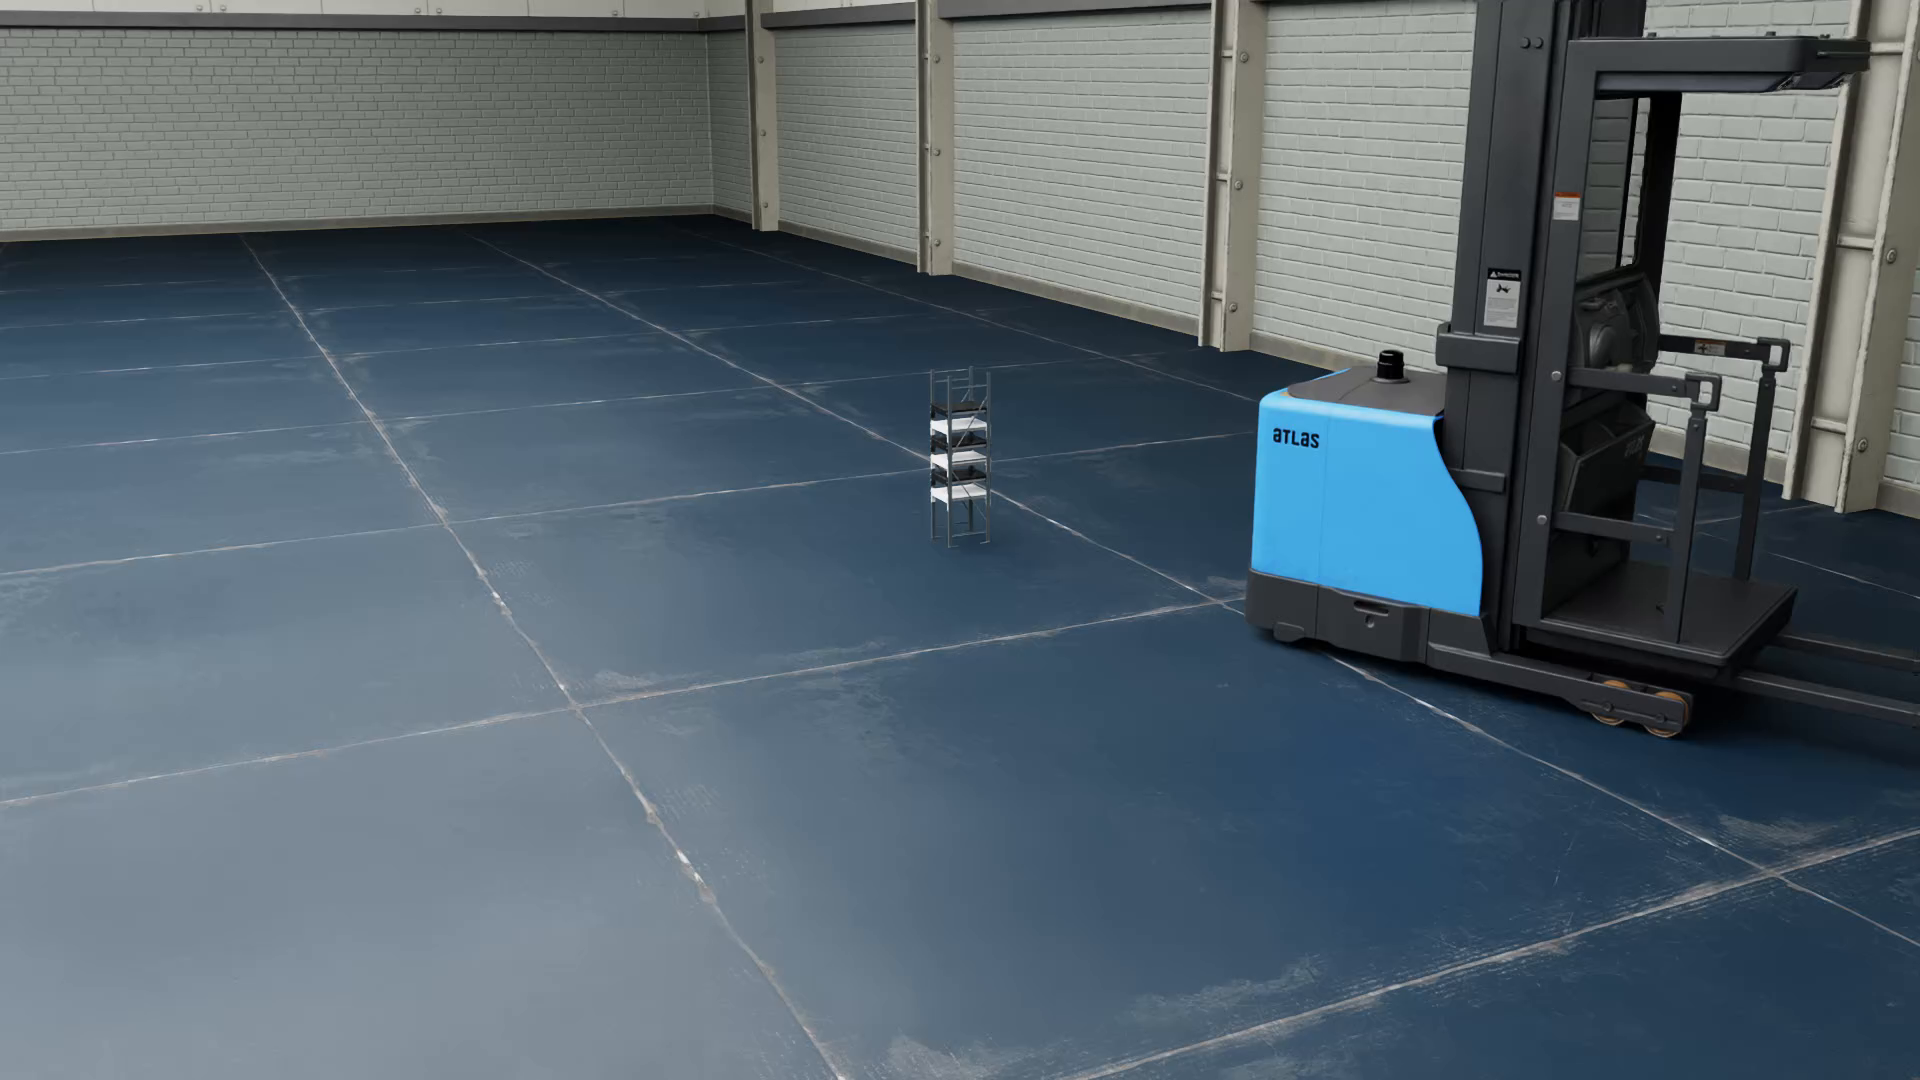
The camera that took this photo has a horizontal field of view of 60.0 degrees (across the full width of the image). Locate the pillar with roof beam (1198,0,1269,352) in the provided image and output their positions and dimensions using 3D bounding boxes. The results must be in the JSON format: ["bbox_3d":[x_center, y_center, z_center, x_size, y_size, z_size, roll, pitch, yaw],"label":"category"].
[{"bbox_3d":[-1.531,-5.508,11.629,9.100,9.000,0.400,-8,18,-25],"label":"pillar with roof beam"}]

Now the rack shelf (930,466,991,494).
[{"bbox_3d":[0.004,-0.312,8.654,0.258,0.077,0.200,-8,18,-25],"label":"rack shelf"}]

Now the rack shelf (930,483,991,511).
[{"bbox_3d":[0.004,-0.225,8.678,0.258,0.077,0.200,-8,18,-25],"label":"rack shelf"}]

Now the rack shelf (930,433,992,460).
[{"bbox_3d":[0.004,-0.485,8.604,0.258,0.077,0.200,-8,18,-25],"label":"rack shelf"}]

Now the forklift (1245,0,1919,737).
[{"bbox_3d":[2.719,-0.839,6.362,3.031,2.935,1.130,12,20,37],"label":"forklift"}]

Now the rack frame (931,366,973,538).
[{"bbox_3d":[-0.041,-0.456,8.707,0.240,0.900,0.006,-8,18,-25],"label":"rack frame"}]

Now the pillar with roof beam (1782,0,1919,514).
[{"bbox_3d":[1.097,-4.020,6.445,9.100,9.000,0.400,-8,18,-25],"label":"pillar with roof beam"}]

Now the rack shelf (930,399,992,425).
[{"bbox_3d":[0.004,-0.658,8.554,0.258,0.077,0.200,-8,18,-25],"label":"rack shelf"}]

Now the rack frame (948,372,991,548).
[{"bbox_3d":[0.048,-0.405,8.532,0.240,0.900,0.006,-8,18,-25],"label":"rack frame"}]

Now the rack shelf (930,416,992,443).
[{"bbox_3d":[0.004,-0.572,8.579,0.258,0.077,0.200,-8,18,-25],"label":"rack shelf"}]

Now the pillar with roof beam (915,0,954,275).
[{"bbox_3d":[-4.160,-6.995,16.813,9.100,9.000,0.400,-8,18,-25],"label":"pillar with roof beam"}]

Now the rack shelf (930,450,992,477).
[{"bbox_3d":[0.004,-0.398,8.629,0.258,0.077,0.200,-8,18,-25],"label":"rack shelf"}]

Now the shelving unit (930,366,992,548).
[{"bbox_3d":[0.004,-0.431,8.620,0.258,0.900,0.210,-8,18,-25],"label":"shelving unit"}]

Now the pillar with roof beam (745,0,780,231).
[{"bbox_3d":[-6.788,-8.483,21.998,9.100,9.000,0.400,-8,18,-25],"label":"pillar with roof beam"}]
